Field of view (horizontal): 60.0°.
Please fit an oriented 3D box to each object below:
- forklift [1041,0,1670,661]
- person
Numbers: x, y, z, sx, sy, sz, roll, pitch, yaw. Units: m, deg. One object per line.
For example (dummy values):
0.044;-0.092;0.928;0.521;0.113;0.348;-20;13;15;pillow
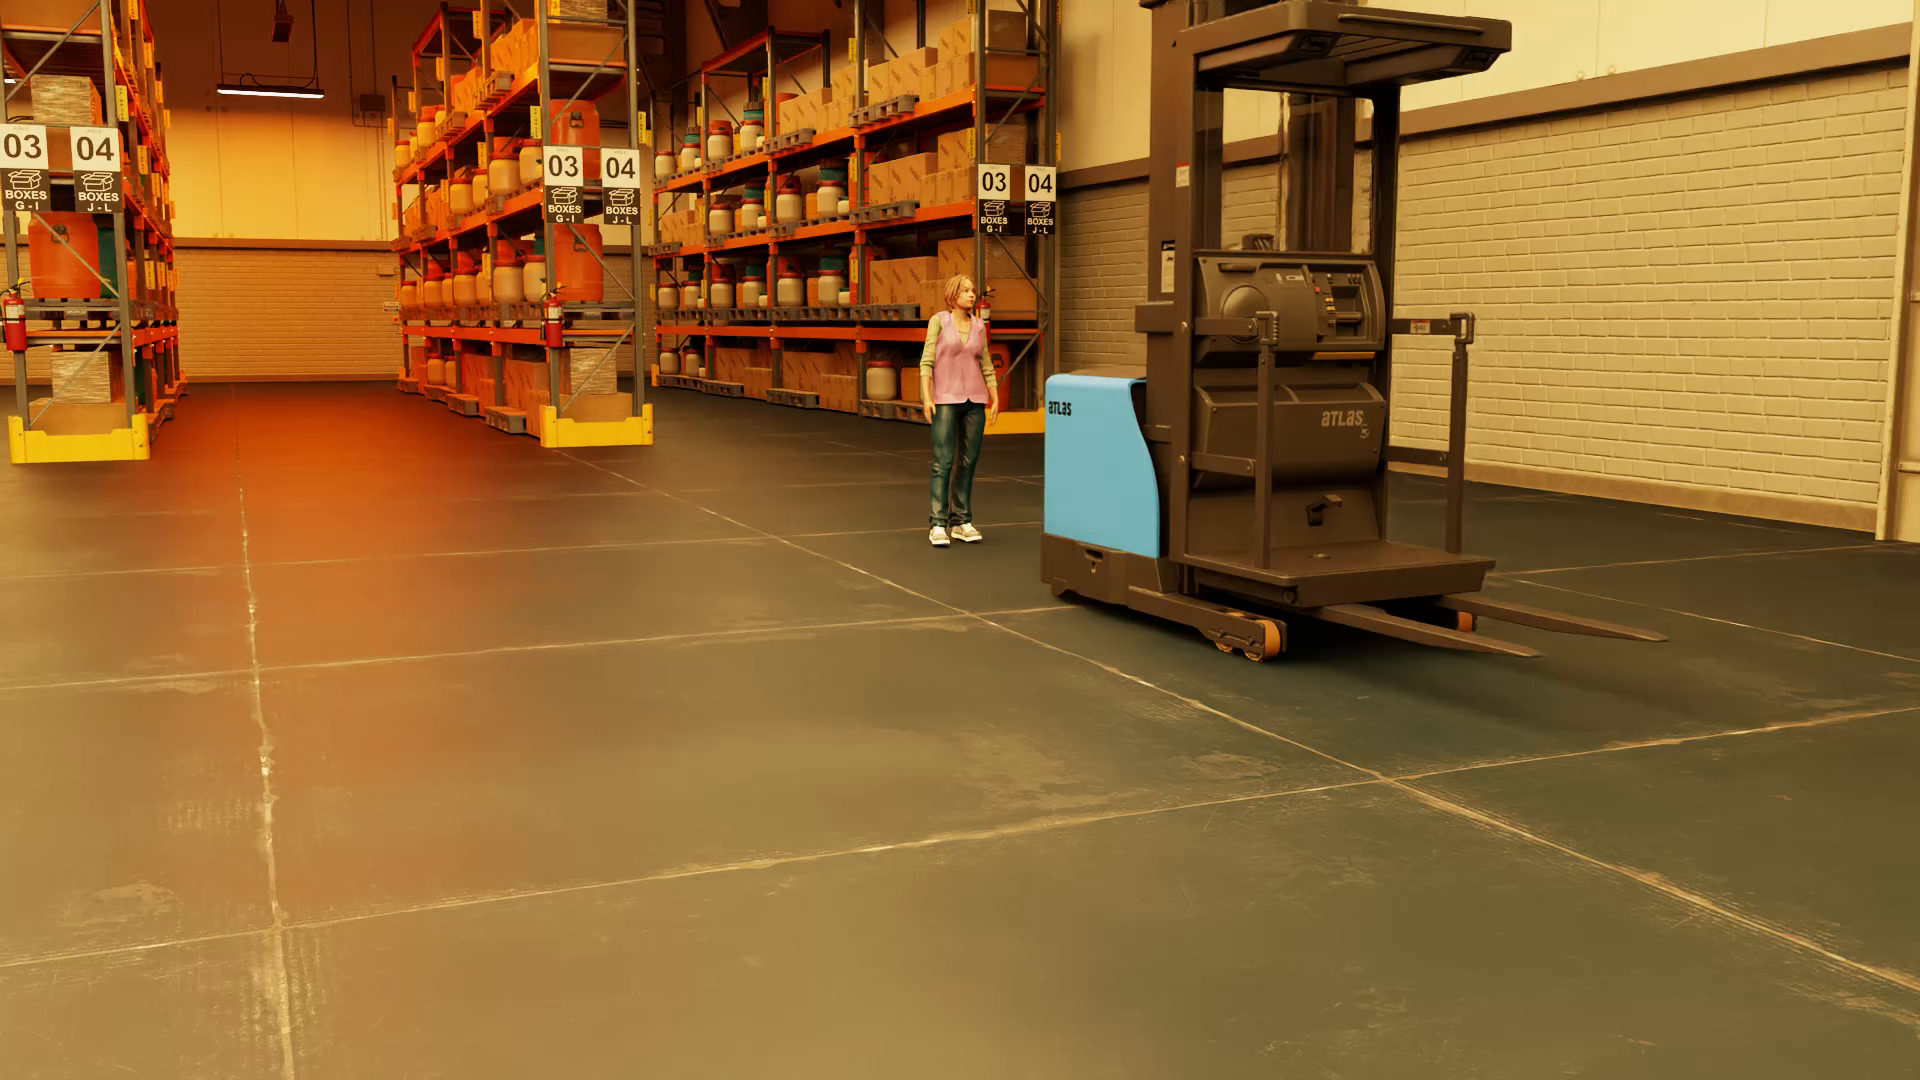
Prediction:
1.506;-1.042;6.846;1.130;2.935;3.031;-4;8;-27;forklift
0.017;-0.789;9.975;0.521;1.599;0.473;-3;8;-23;person
